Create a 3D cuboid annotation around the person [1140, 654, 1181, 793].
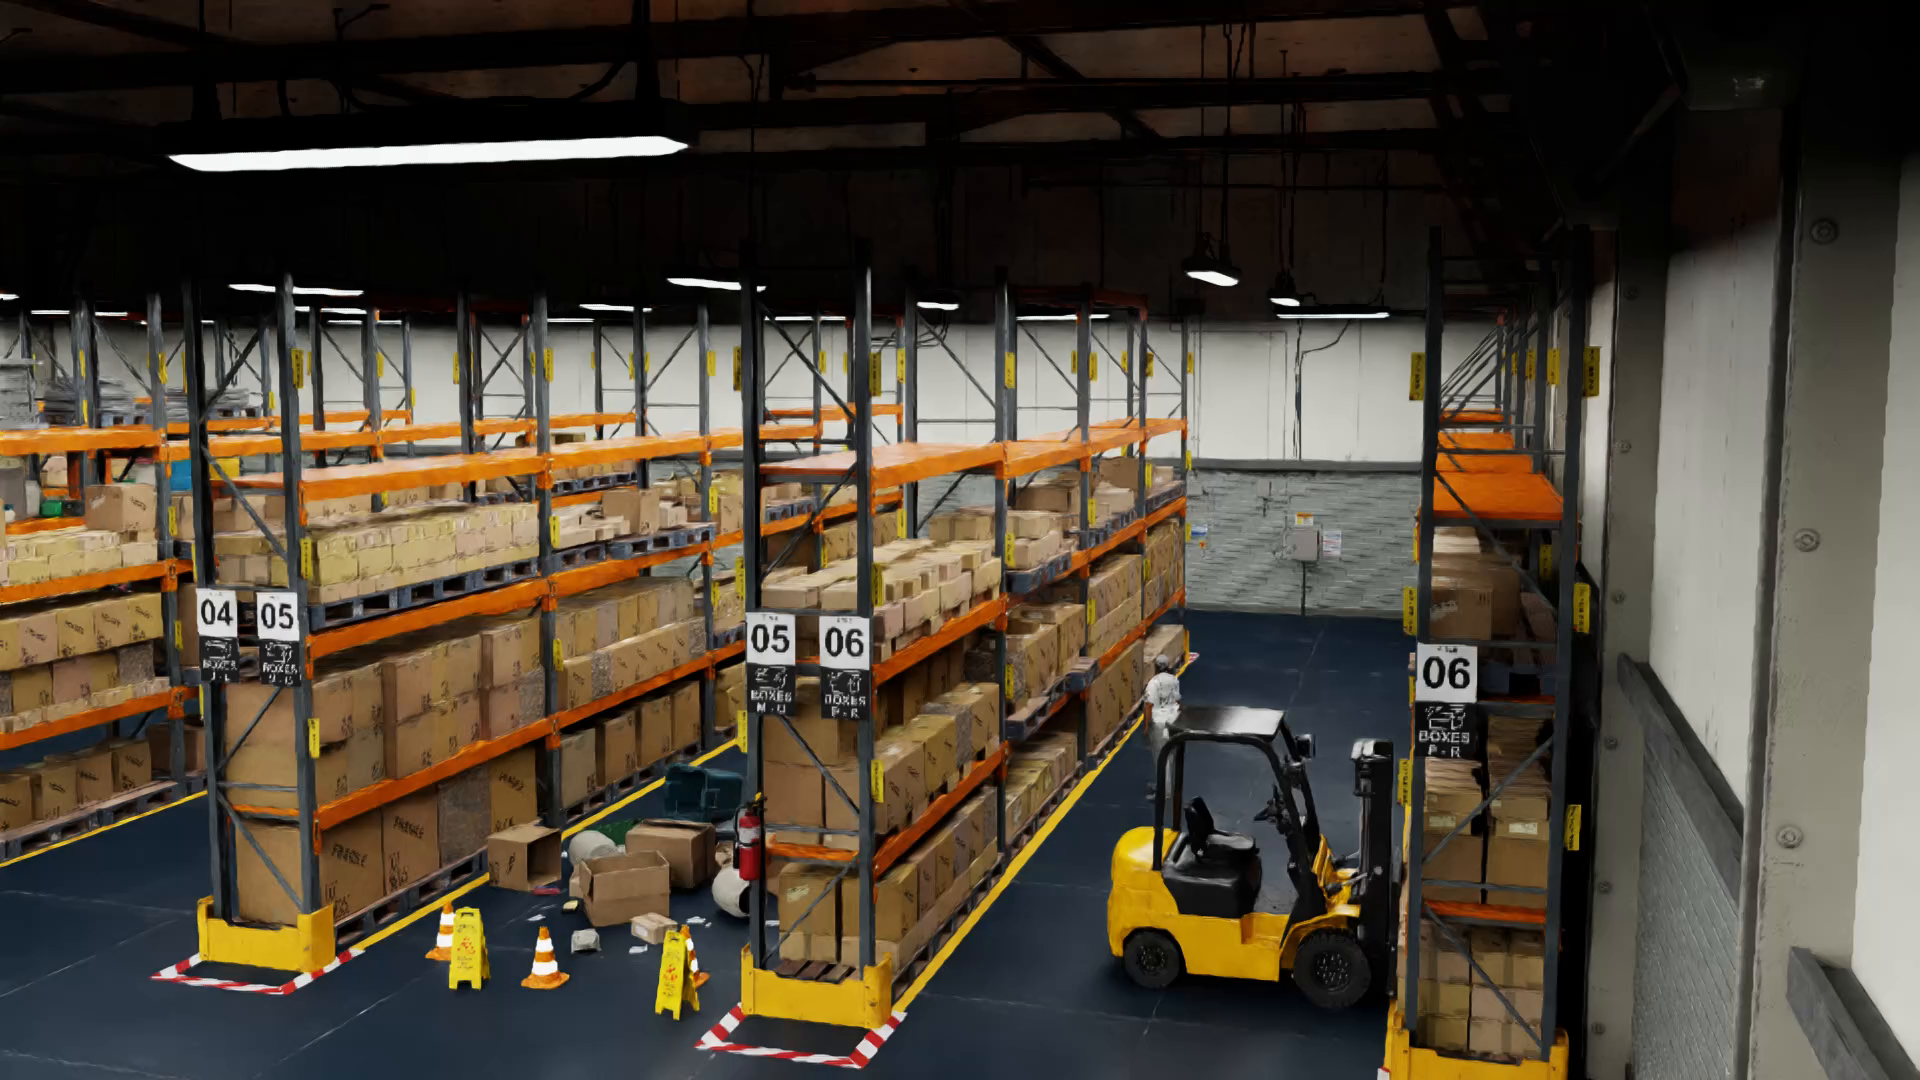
[{"bbox_3d":[2.365,2.132,19.409,0.501,1.597,0.449,-6,8,-41],"label":"person"}]
